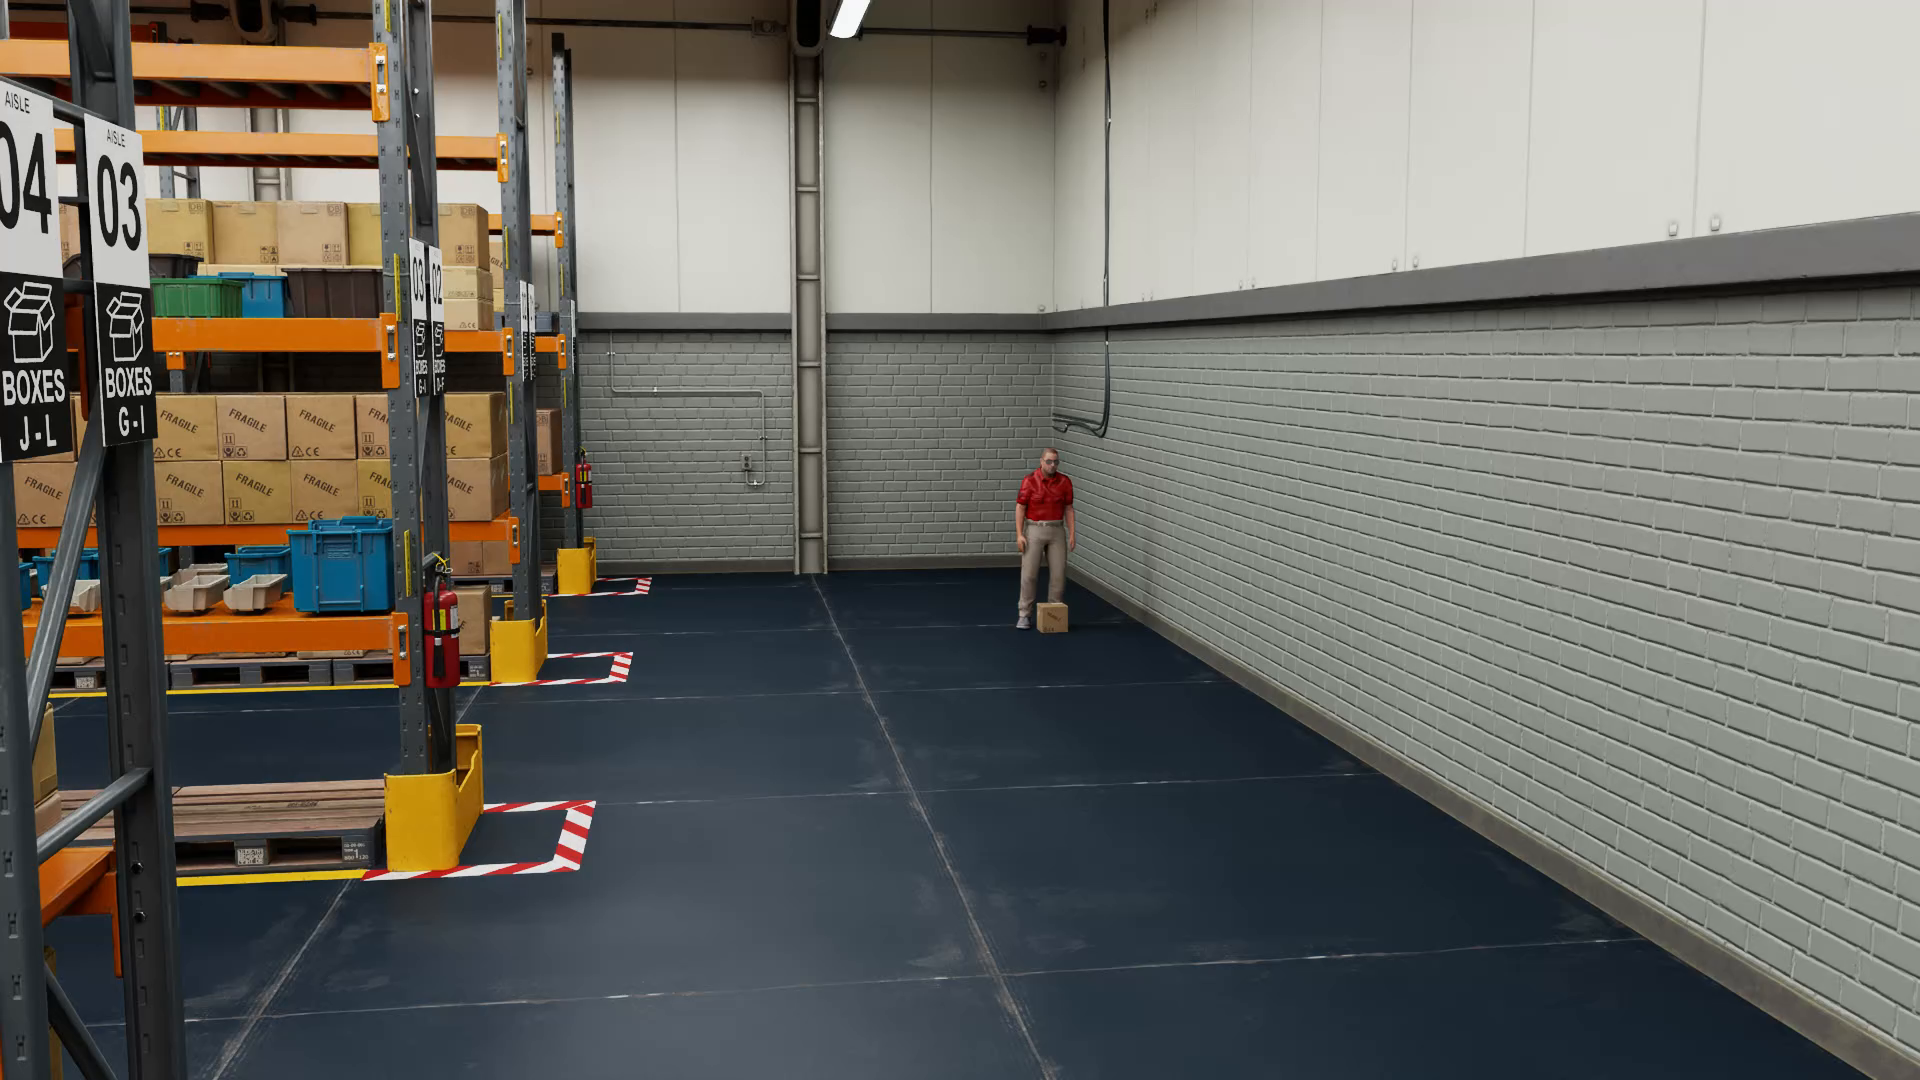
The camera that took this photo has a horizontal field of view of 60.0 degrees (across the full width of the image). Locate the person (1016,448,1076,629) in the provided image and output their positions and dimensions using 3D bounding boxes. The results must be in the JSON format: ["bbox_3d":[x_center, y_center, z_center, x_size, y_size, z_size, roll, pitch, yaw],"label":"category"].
[{"bbox_3d":[0.819,-0.025,15.987,0.608,1.728,0.389,-1,7,-12],"label":"person"}]
